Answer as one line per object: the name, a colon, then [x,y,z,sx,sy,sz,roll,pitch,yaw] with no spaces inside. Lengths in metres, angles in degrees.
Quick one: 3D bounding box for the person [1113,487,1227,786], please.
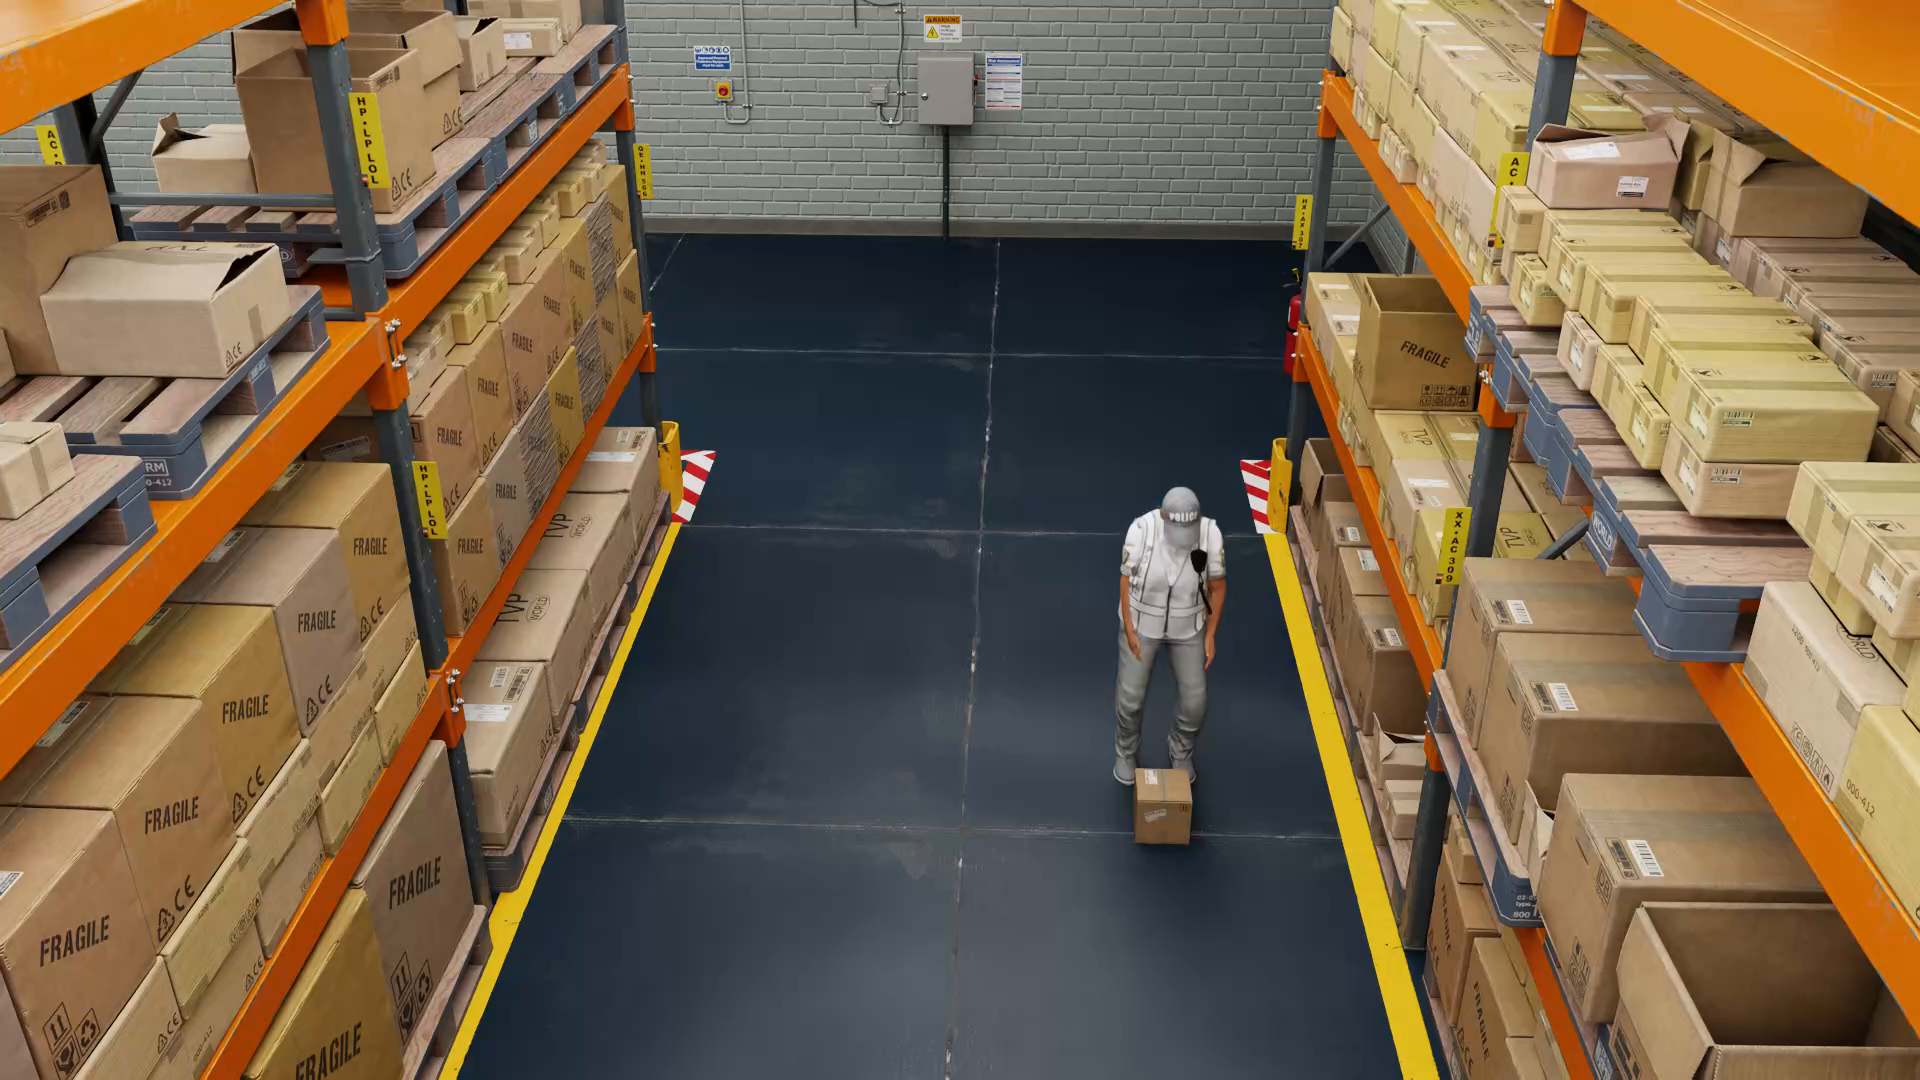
person: [0.993,0.437,7.876,0.500,1.610,0.496,2,28,3]
